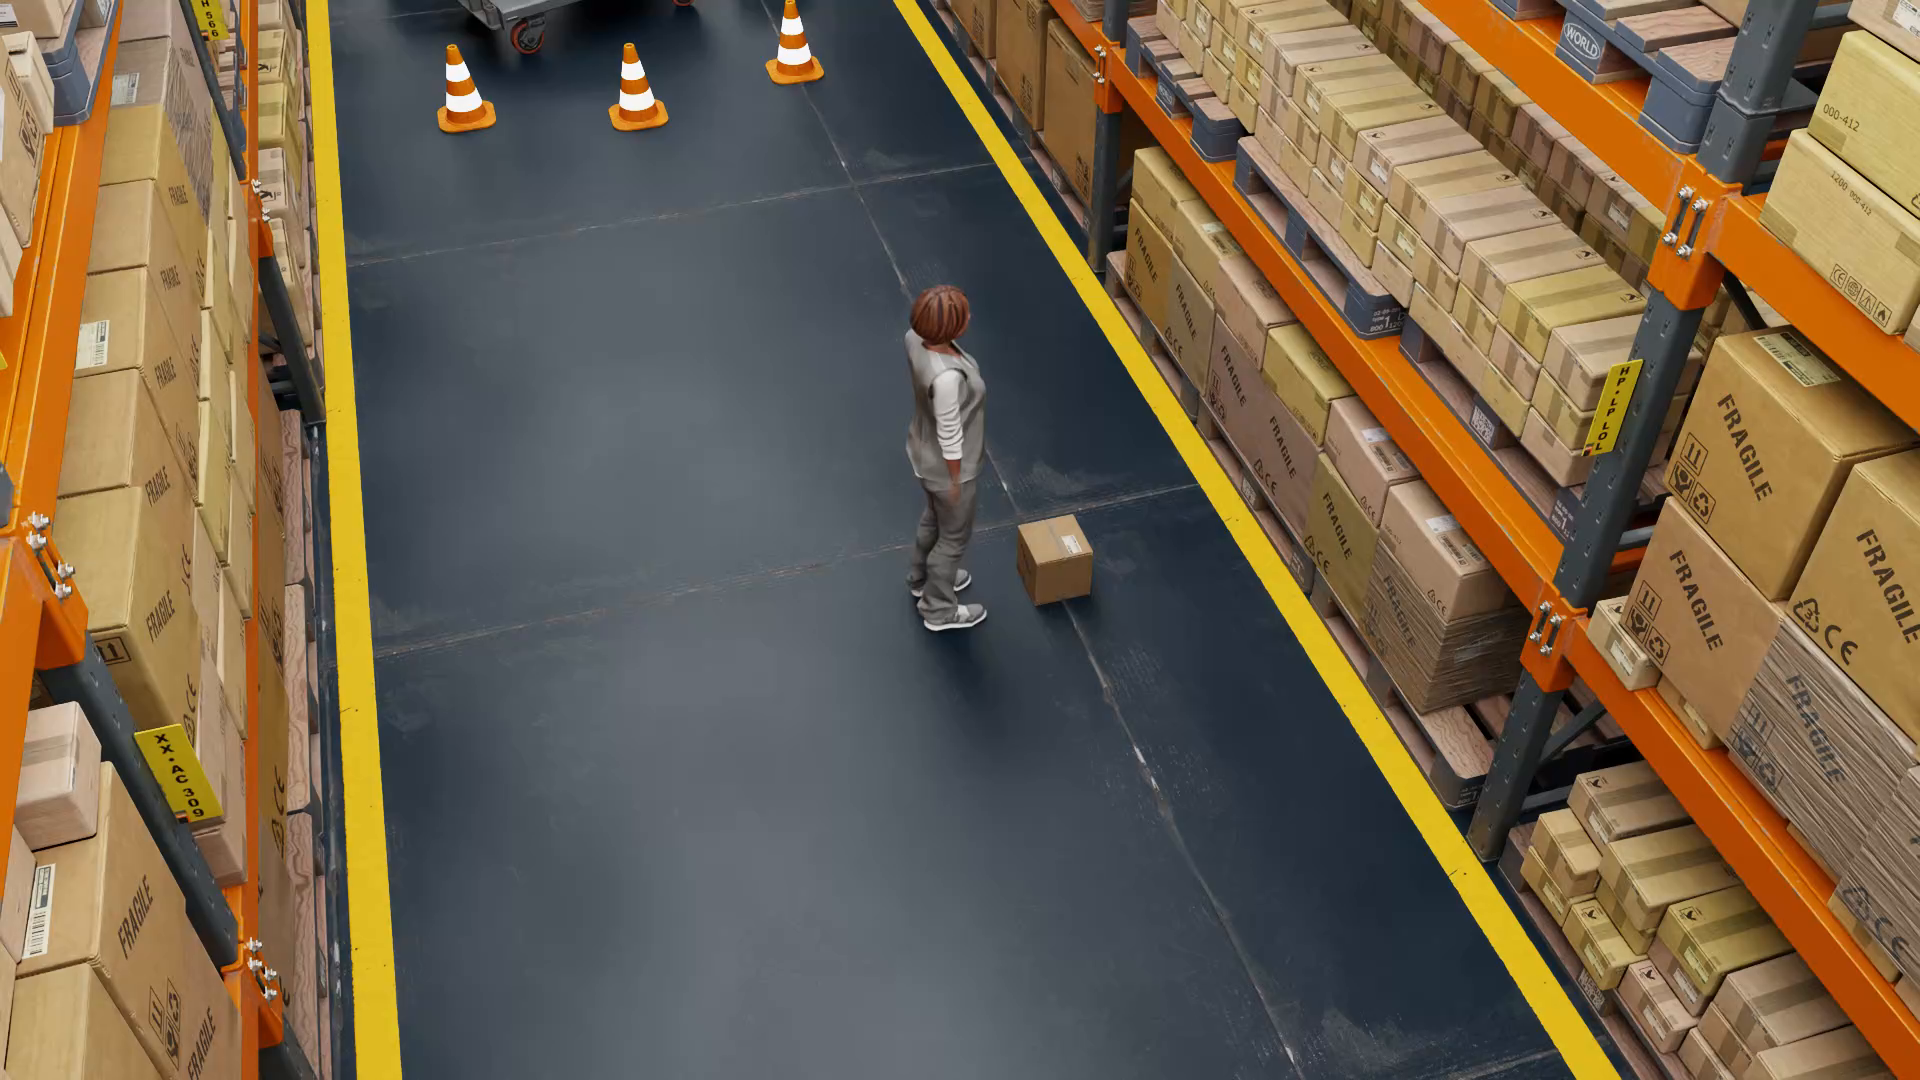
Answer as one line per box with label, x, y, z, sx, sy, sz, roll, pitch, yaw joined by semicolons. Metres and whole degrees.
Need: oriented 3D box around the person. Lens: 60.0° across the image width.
person;-0.061;-0.322;6.518;0.308;1.599;0.406;-11;44;-12
